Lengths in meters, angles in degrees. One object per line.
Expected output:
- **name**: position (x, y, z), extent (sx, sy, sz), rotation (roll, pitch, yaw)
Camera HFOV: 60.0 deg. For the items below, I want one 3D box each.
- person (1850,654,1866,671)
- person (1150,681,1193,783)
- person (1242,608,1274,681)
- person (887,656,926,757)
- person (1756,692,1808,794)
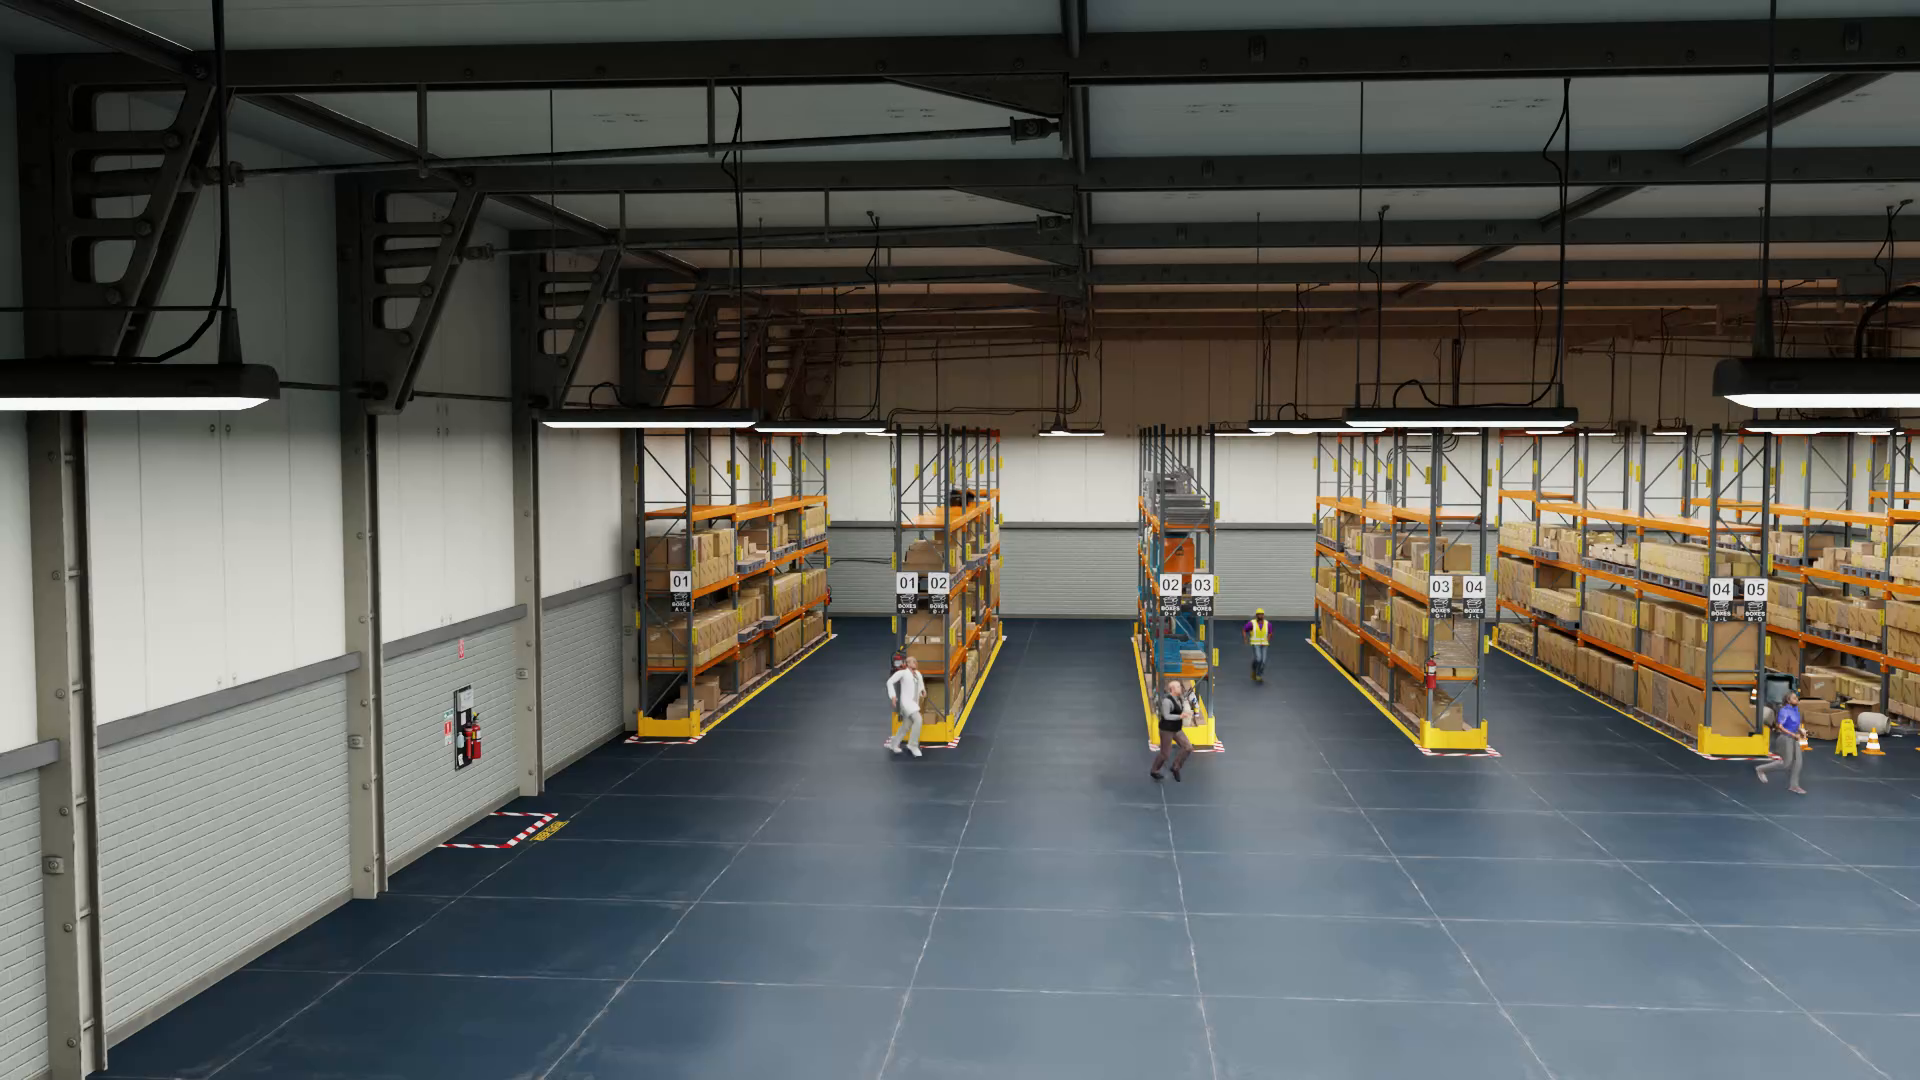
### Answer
- **person**: position (22.180, 2.362, 41.035), extent (0.707, 1.740, 0.566), rotation (0, 3, -3)
- **person**: position (3.514, 3.182, 27.618), extent (0.807, 1.711, 0.682), rotation (3, 4, 36)
- **person**: position (7.042, 2.472, 39.052), extent (0.694, 1.723, 0.629), rotation (0, 4, -8)
- **person**: position (-0.895, 3.000, 30.198), extent (0.791, 1.760, 0.686), rotation (2, 4, 34)
- **person**: position (13.423, 3.275, 27.052), extent (0.586, 1.649, 0.769), rotation (-3, 5, -41)
